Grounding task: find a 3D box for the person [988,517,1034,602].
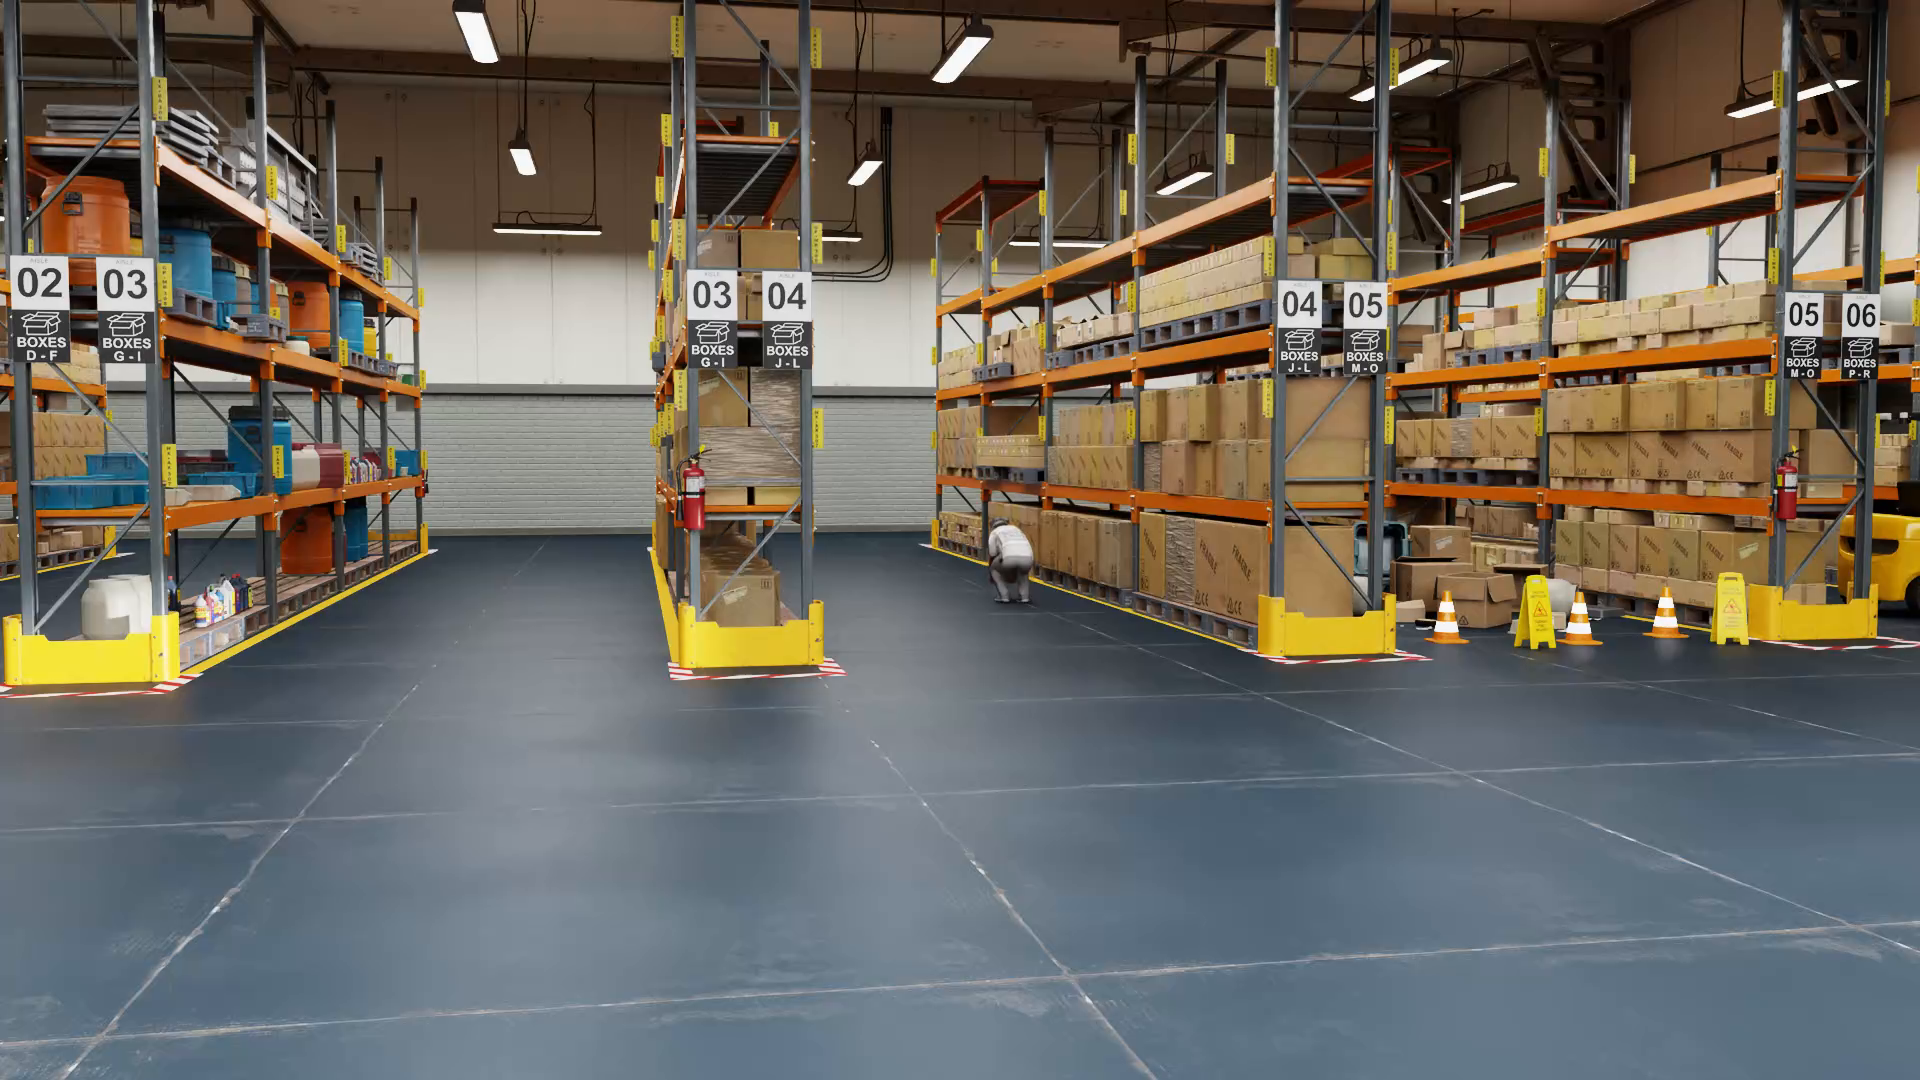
[{"bbox_3d":[0.577,0.232,19.305,0.456,0.977,0.874,-1,3,-13],"label":"person"}]
